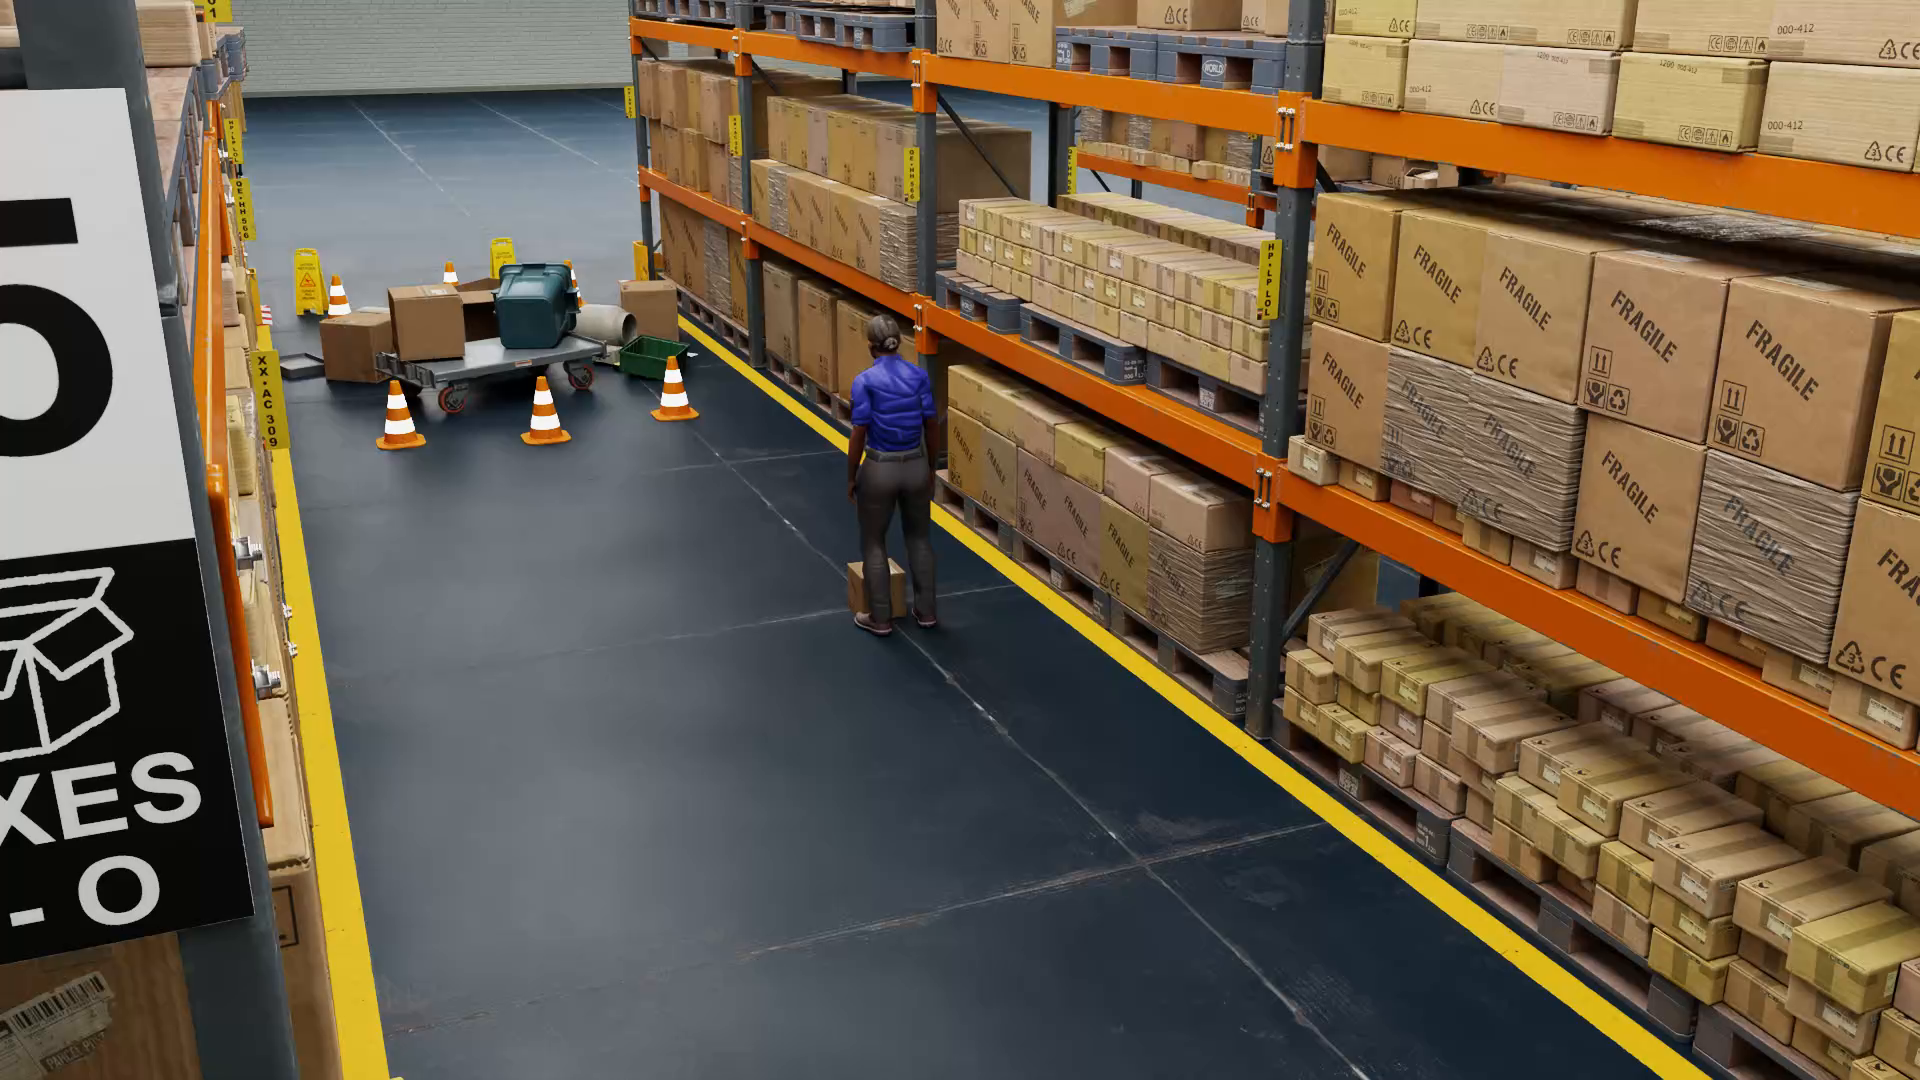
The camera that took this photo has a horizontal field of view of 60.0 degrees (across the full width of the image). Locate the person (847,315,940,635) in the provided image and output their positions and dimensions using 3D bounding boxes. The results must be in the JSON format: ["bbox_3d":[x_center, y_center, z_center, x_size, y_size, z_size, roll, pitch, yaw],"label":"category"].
[{"bbox_3d":[-0.340,-0.328,8.526,0.504,1.655,0.349,-8,20,-22],"label":"person"}]
